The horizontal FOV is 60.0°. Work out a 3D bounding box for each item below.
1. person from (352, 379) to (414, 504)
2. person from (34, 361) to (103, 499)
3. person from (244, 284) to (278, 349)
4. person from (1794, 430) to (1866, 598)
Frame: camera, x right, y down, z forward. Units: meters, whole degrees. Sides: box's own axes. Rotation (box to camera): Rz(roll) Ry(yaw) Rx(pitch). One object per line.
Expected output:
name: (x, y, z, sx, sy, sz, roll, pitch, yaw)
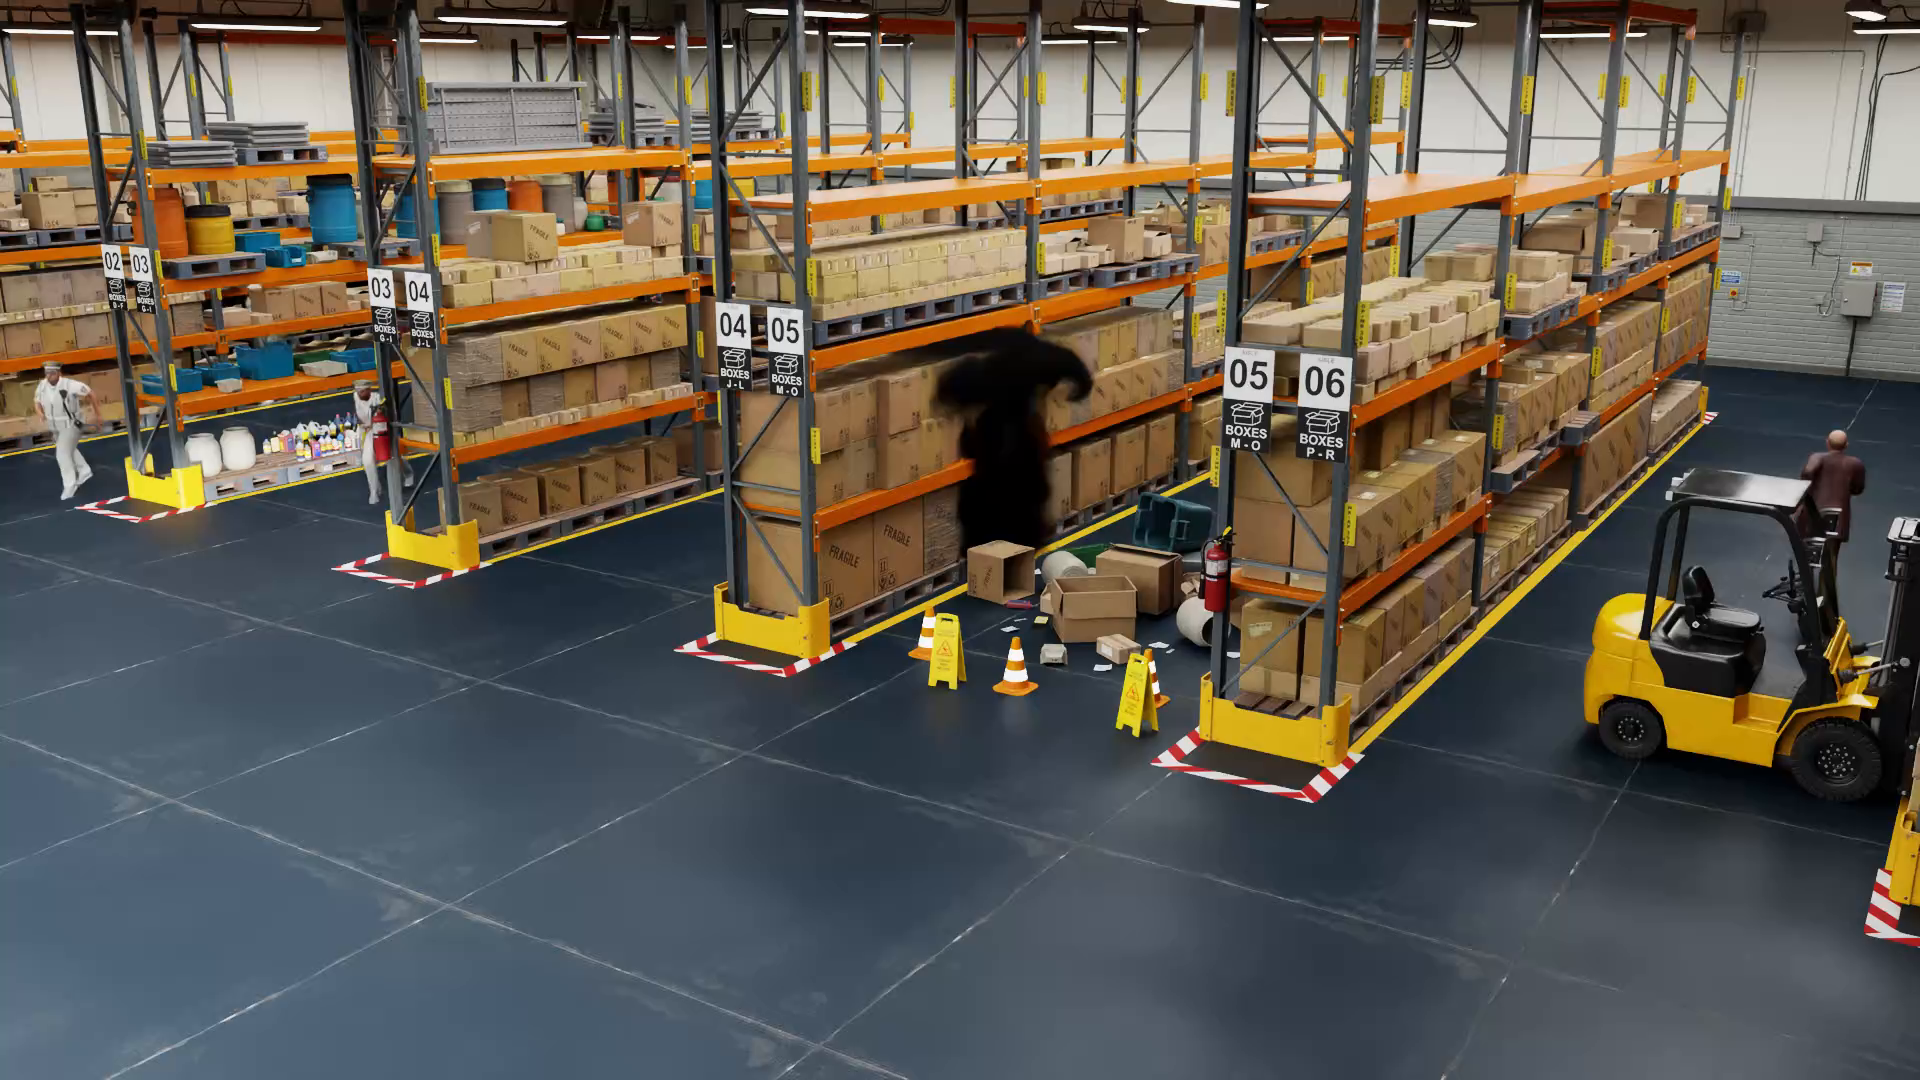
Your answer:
person: (-7.313, -1.301, 21.075, 0.623, 1.622, 0.959, 5, 16, 16)
person: (-11.369, -1.439, 21.227, 0.668, 1.789, 0.859, 4, 16, 14)
person: (-12.391, -3.774, 29.671, 0.718, 1.671, 0.820, 4, 16, 13)
person: (8.731, -0.224, 16.735, 0.624, 1.731, 1.057, 6, 17, 22)
